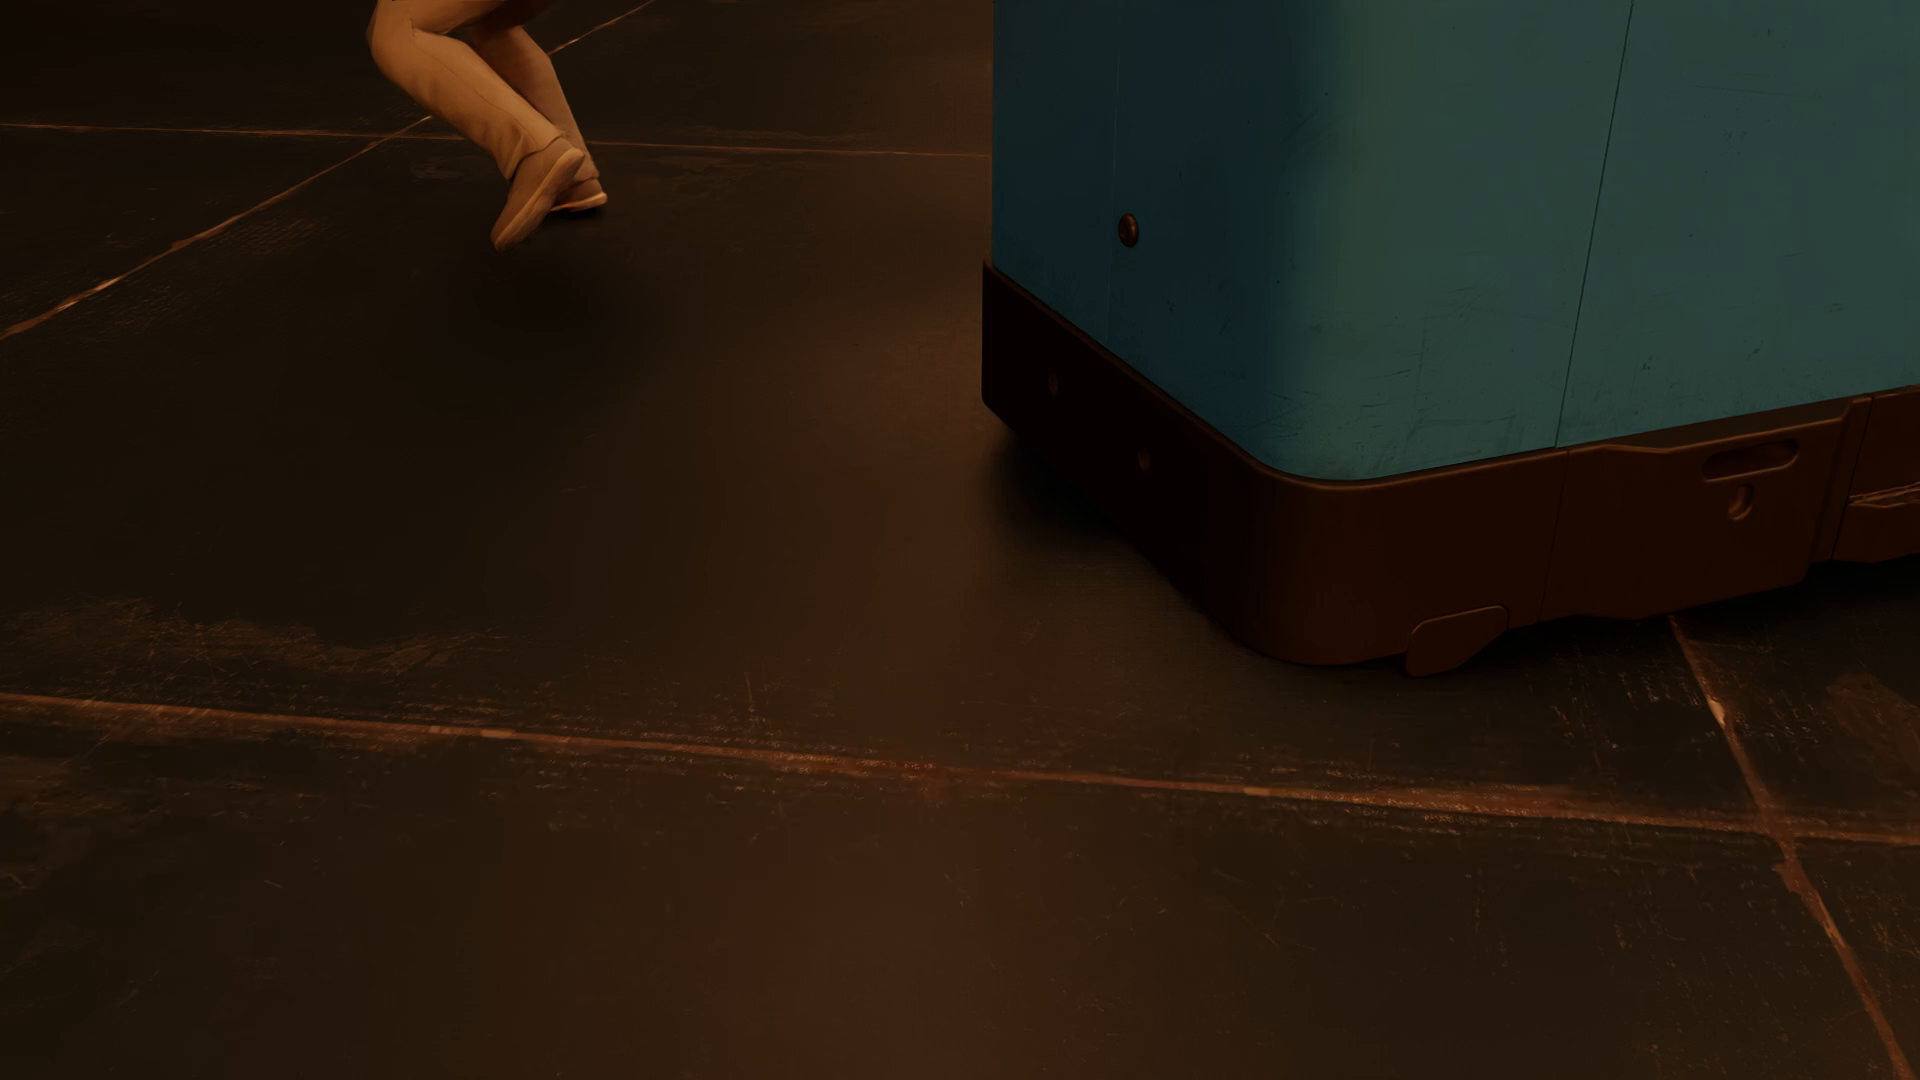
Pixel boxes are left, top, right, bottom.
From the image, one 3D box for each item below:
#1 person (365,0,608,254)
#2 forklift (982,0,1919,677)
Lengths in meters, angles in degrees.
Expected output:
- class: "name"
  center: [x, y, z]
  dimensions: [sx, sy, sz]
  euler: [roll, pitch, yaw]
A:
- class: "person"
  center: [-1.006, -1.412, 3.657]
  dimensions: [0.494, 1.552, 0.910]
  euler: [3, 27, 6]
- class: "forklift"
  center: [1.608, -1.541, 2.307]
  dimensions: [3.031, 2.935, 1.130]
  euler: [-10, 28, -19]
